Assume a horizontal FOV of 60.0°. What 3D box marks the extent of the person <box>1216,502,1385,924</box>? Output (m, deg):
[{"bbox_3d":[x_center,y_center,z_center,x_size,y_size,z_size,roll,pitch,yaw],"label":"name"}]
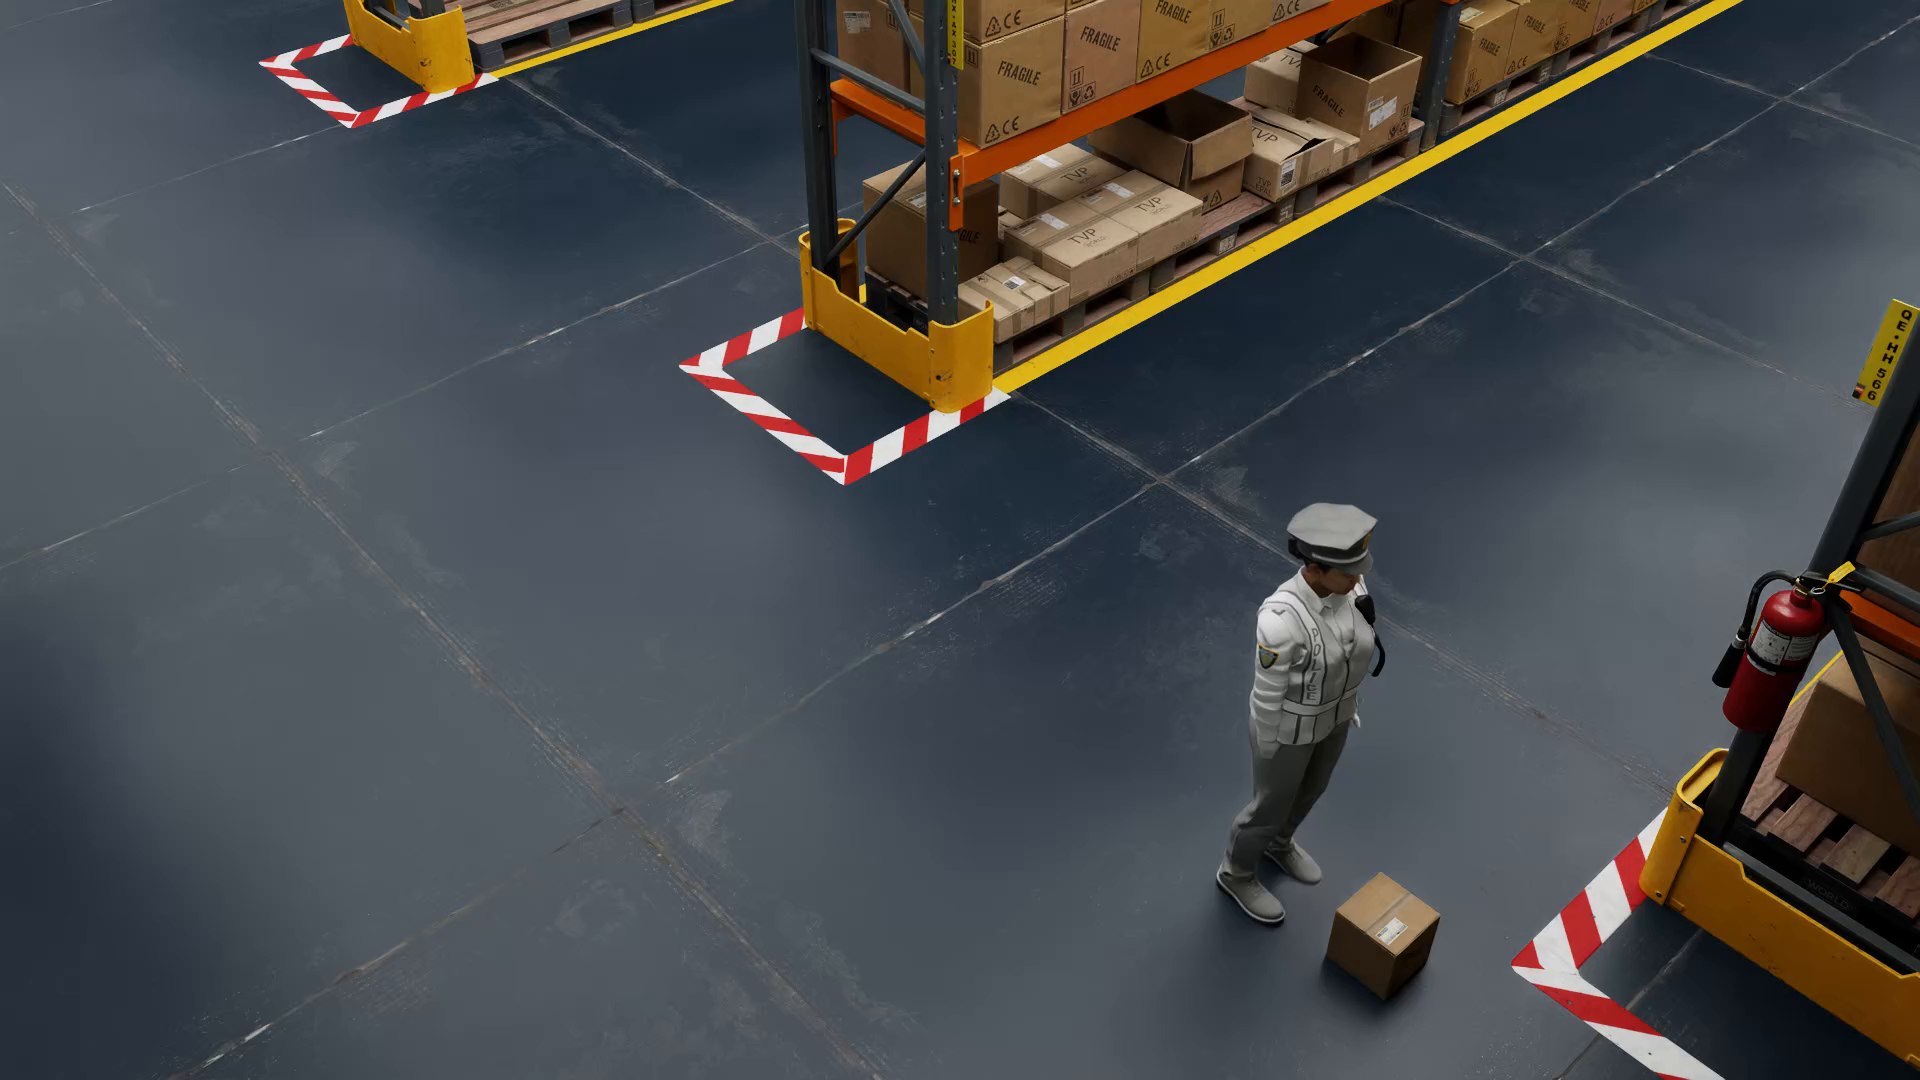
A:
[{"bbox_3d":[1.138,0.591,5.463,0.468,1.684,0.328,-29,48,-30],"label":"person"}]
